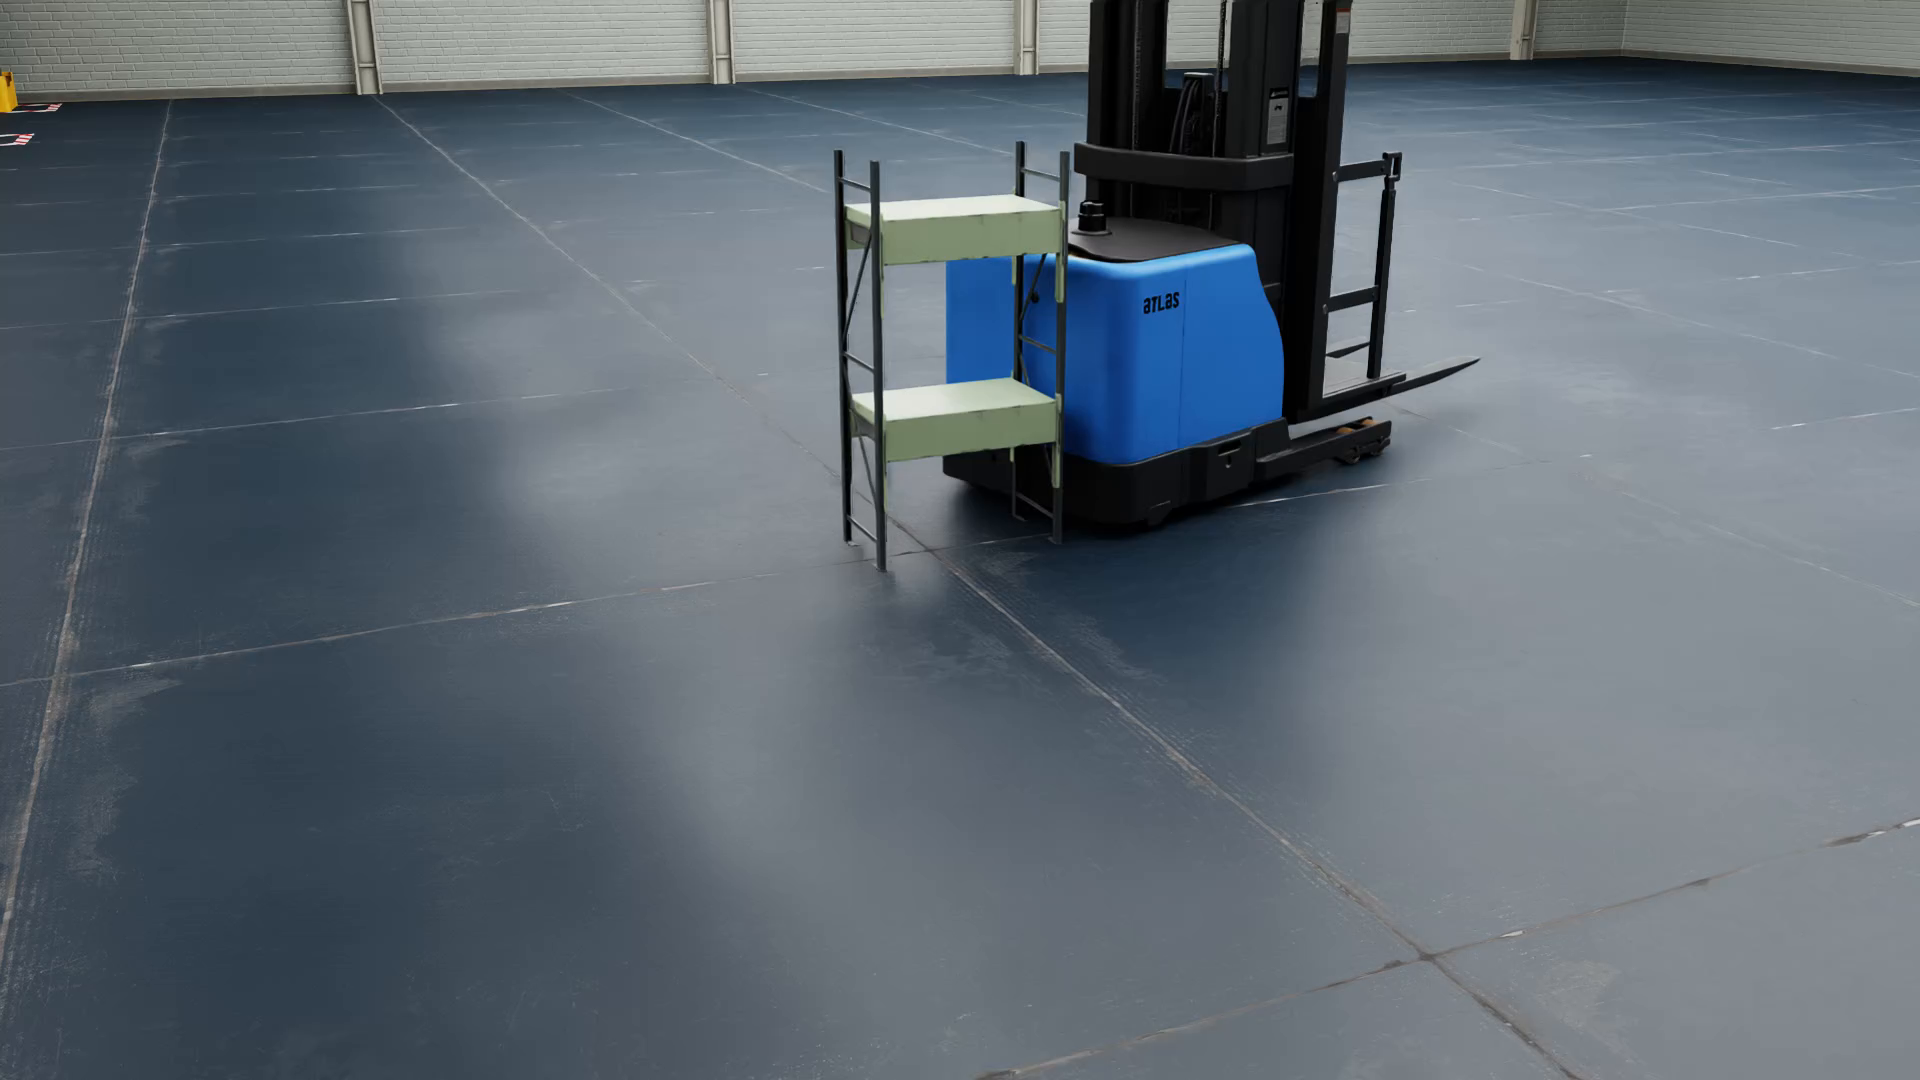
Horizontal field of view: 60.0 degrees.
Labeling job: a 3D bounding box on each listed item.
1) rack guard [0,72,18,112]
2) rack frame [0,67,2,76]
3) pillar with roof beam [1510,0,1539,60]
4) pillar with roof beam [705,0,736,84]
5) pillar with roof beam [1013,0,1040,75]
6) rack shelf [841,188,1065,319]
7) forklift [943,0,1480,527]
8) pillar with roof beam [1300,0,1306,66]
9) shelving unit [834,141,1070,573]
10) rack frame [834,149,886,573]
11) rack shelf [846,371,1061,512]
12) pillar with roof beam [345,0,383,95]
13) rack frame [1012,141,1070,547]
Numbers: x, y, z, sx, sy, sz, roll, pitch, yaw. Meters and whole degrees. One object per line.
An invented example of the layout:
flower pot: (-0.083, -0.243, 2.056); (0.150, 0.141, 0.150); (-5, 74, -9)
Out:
rack guard: (-14.242, -6.639, 24.626); (0.348, 0.500, 1.175); (-8, 21, -22)
rack frame: (-14.264, -7.815, 24.202); (0.127, 3.000, 1.000); (-8, 21, -22)
pillar with roof beam: (13.991, -13.462, 31.206); (0.400, 9.000, 9.100); (-8, 21, -22)
pillar with roof beam: (-2.537, -11.094, 24.481); (0.400, 9.000, 9.100); (-8, 21, -22)
pillar with roof beam: (2.972, -11.883, 26.723); (0.400, 9.000, 9.100); (-8, 21, -22)
rack shelf: (-0.031, -1.063, 6.107); (0.720, 0.370, 0.431); (-8, 21, -23)
forklift: (1.337, -1.834, 7.317); (3.031, 2.935, 1.130); (-18, 26, -41)
pillar with roof beam: (8.481, -12.673, 28.964); (0.400, 9.000, 9.100); (-8, 21, -22)
shelving unit: (-0.031, -0.695, 6.237); (0.755, 1.500, 0.431); (-8, 21, -23)
rack frame: (-0.366, -0.645, 6.097); (0.023, 1.500, 0.400); (-8, 21, -23)
rack shelf: (-0.031, -0.387, 6.345); (0.720, 0.370, 0.431); (-8, 21, -23)
pillar with roof beam: (-8.046, -10.305, 22.239); (0.400, 9.000, 9.100); (-8, 21, -22)
rack frame: (0.303, -0.744, 6.377); (0.023, 1.500, 0.400); (-8, 21, -23)
